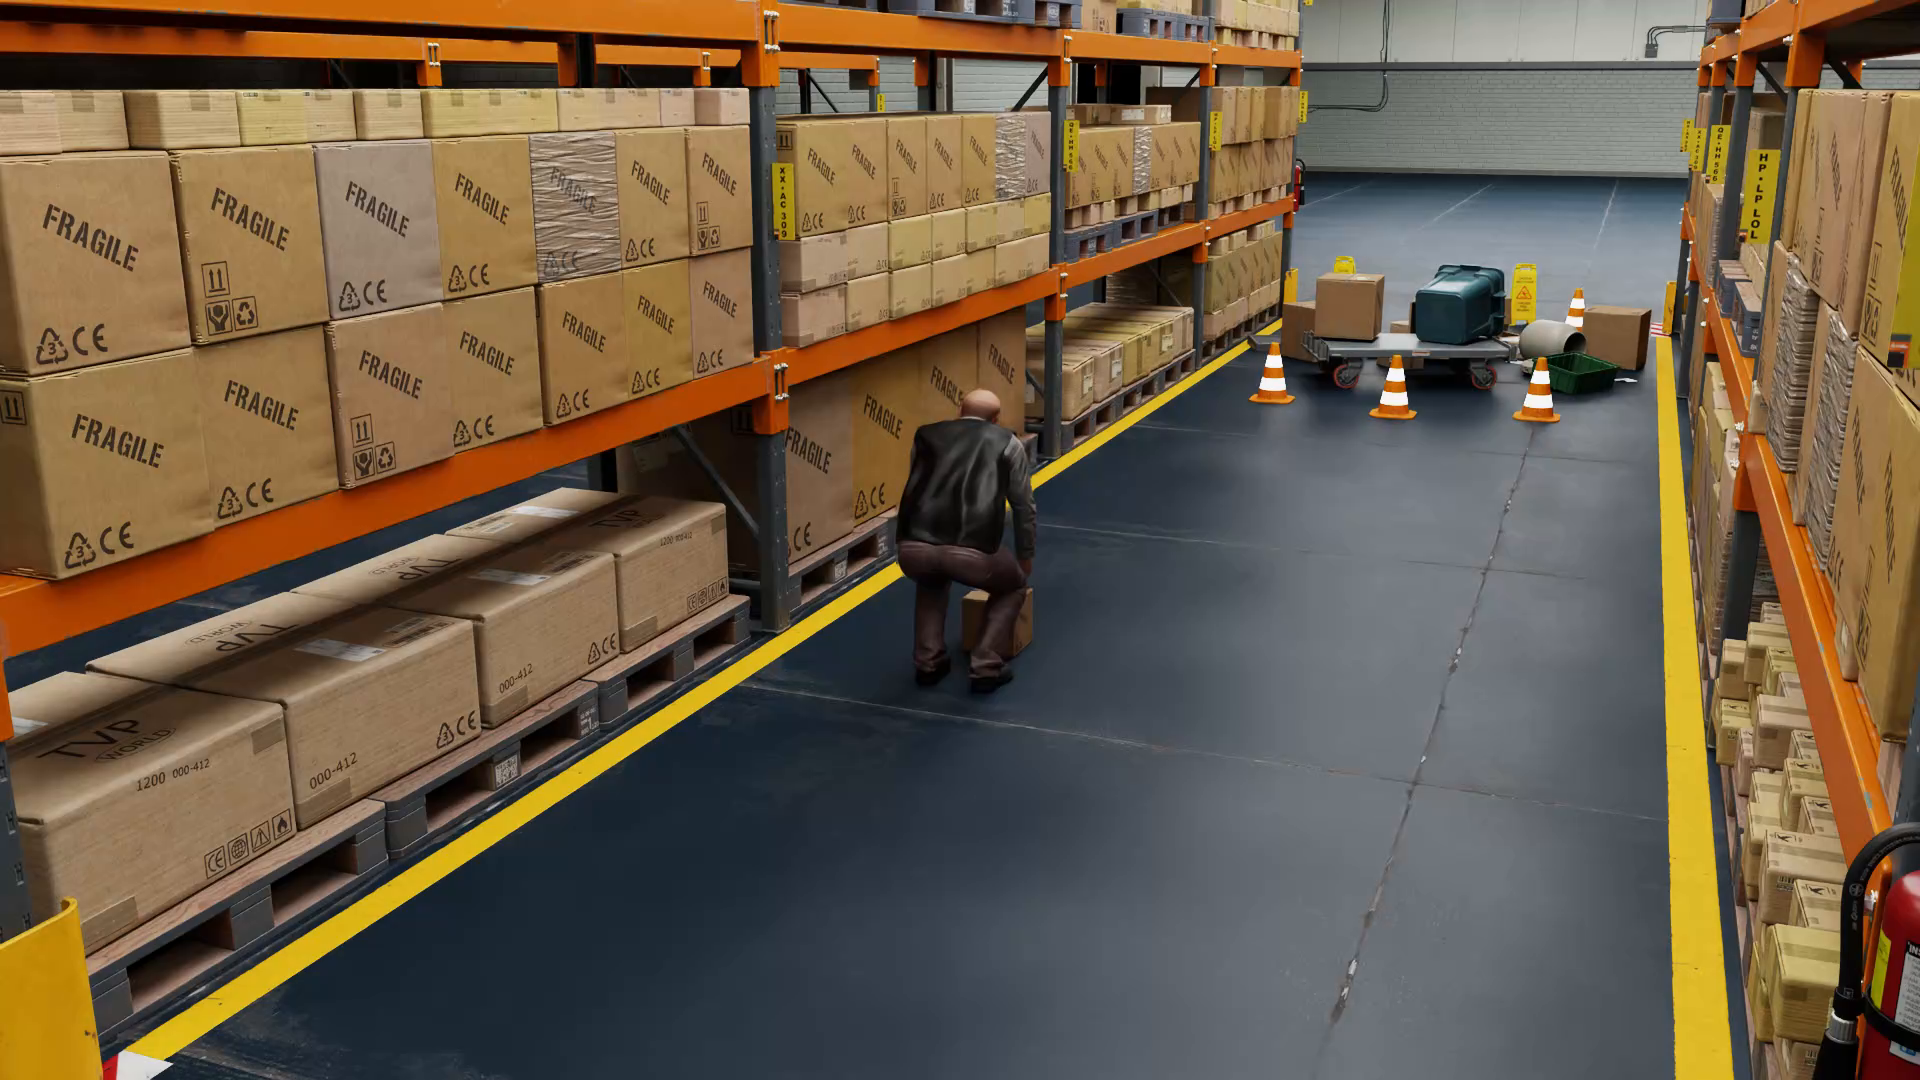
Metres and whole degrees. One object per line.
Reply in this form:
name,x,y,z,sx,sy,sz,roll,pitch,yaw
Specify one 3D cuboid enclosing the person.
person,-0.005,0.002,7.065,0.578,1.196,0.805,6,16,21
